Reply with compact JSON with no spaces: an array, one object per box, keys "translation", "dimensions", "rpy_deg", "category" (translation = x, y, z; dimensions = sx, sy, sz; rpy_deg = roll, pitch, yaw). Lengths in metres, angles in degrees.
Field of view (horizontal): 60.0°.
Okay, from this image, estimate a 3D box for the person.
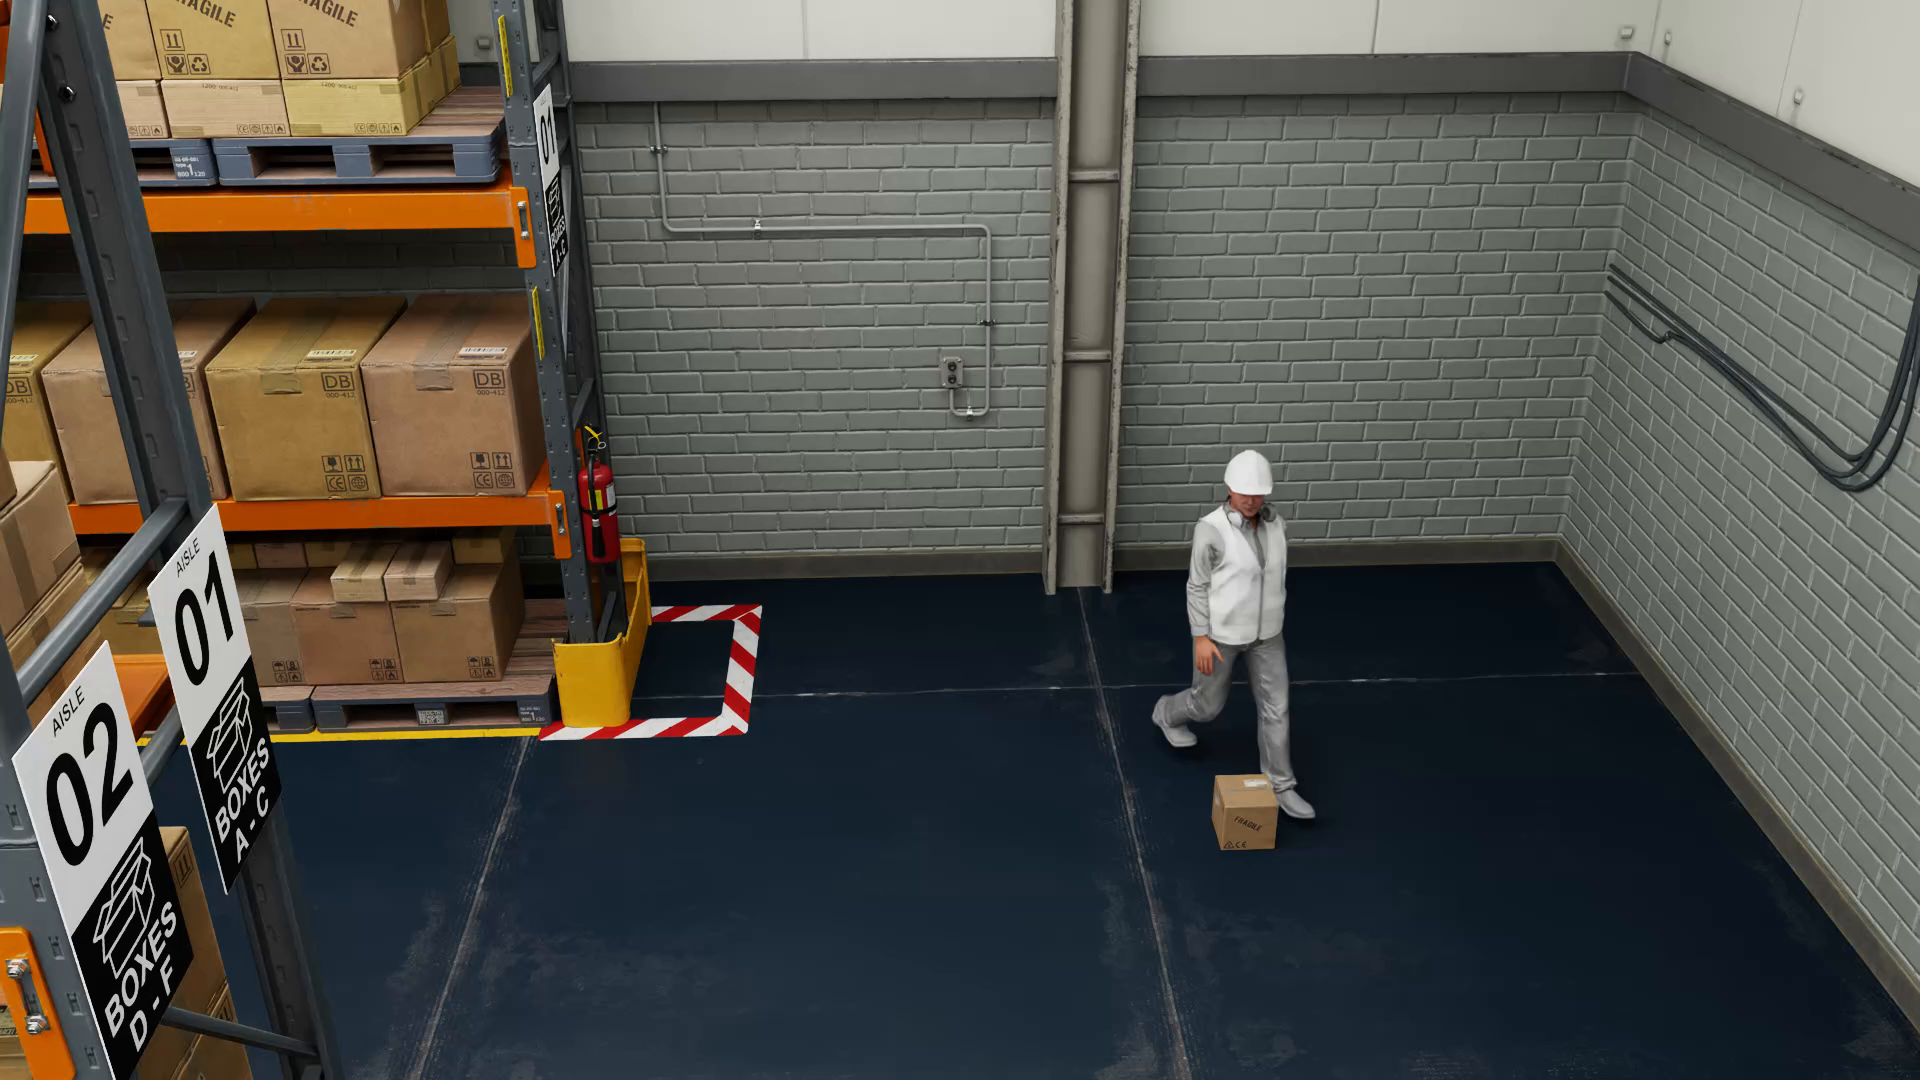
[{"translation":[1.332,0.421,7.832],"dimensions":[0.555,1.734,0.955],"rpy_deg":[-10,29,-18],"category":"person"}]
